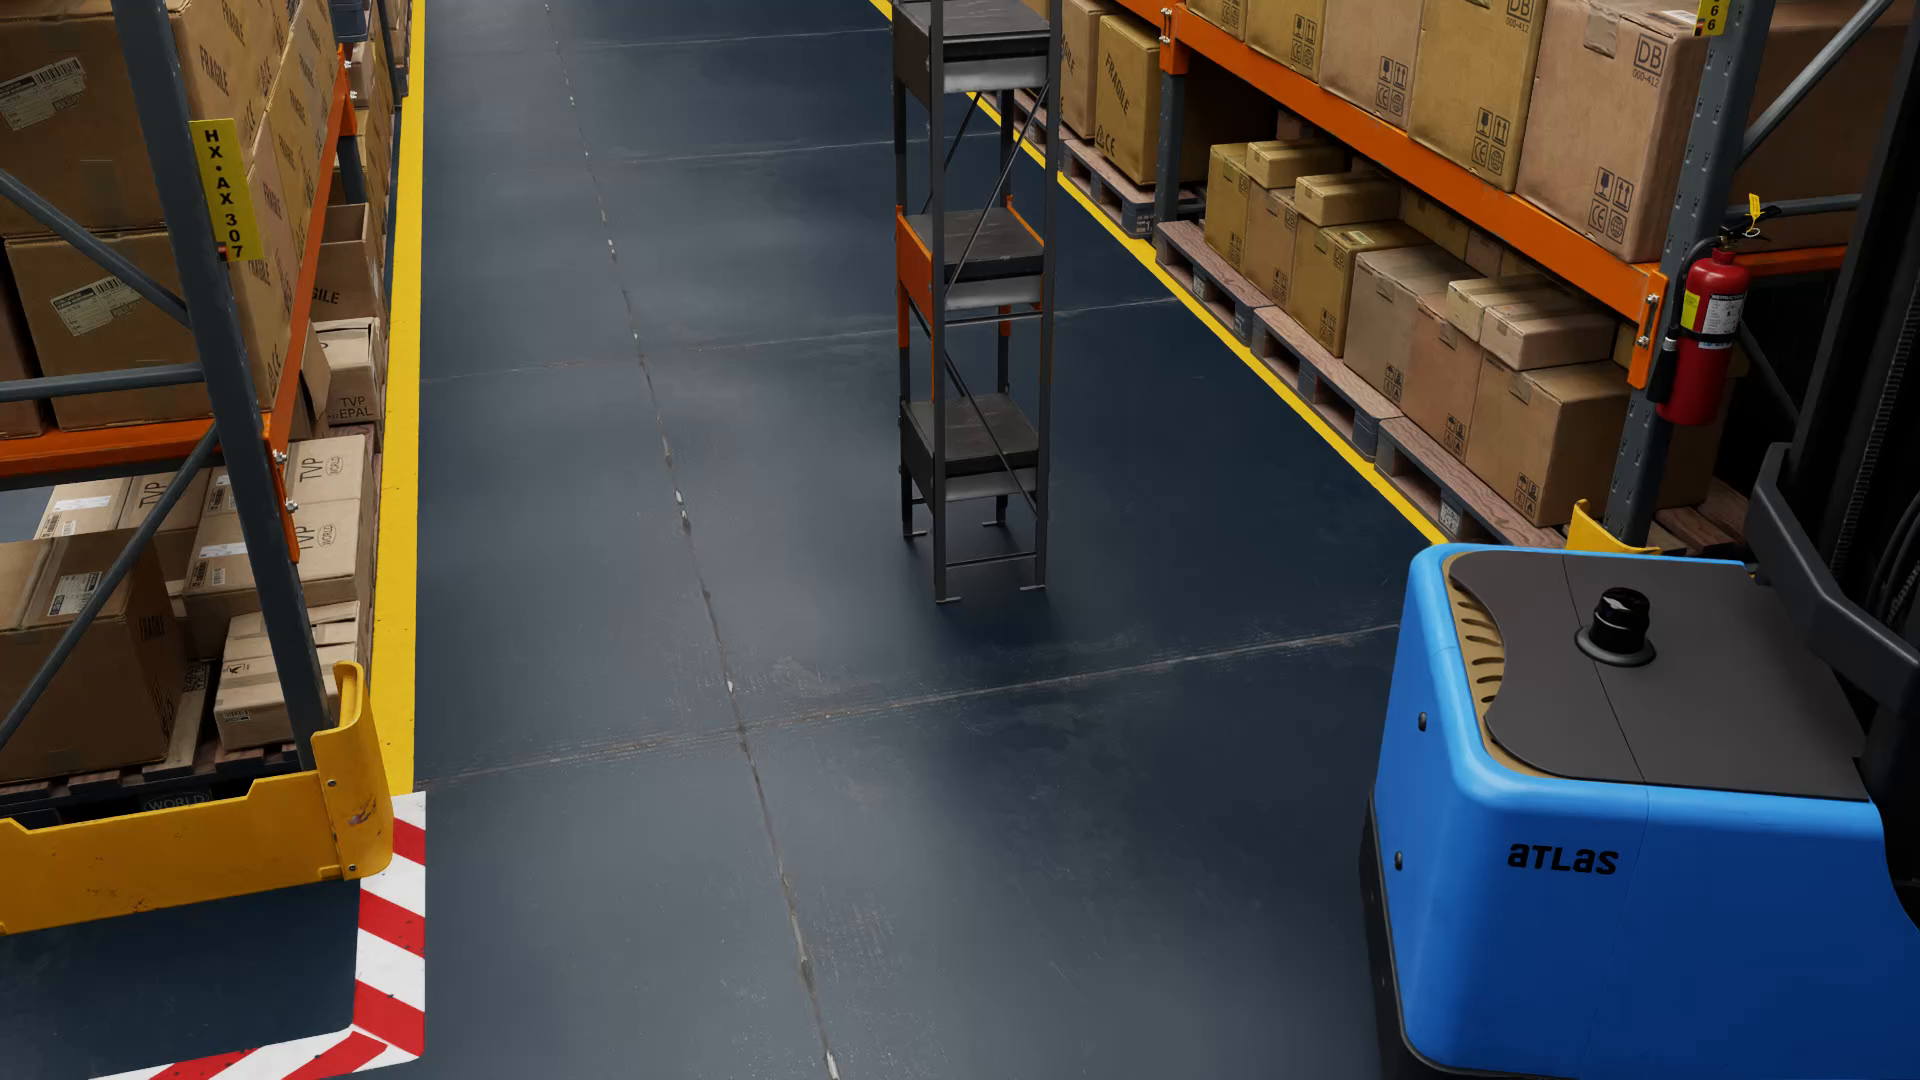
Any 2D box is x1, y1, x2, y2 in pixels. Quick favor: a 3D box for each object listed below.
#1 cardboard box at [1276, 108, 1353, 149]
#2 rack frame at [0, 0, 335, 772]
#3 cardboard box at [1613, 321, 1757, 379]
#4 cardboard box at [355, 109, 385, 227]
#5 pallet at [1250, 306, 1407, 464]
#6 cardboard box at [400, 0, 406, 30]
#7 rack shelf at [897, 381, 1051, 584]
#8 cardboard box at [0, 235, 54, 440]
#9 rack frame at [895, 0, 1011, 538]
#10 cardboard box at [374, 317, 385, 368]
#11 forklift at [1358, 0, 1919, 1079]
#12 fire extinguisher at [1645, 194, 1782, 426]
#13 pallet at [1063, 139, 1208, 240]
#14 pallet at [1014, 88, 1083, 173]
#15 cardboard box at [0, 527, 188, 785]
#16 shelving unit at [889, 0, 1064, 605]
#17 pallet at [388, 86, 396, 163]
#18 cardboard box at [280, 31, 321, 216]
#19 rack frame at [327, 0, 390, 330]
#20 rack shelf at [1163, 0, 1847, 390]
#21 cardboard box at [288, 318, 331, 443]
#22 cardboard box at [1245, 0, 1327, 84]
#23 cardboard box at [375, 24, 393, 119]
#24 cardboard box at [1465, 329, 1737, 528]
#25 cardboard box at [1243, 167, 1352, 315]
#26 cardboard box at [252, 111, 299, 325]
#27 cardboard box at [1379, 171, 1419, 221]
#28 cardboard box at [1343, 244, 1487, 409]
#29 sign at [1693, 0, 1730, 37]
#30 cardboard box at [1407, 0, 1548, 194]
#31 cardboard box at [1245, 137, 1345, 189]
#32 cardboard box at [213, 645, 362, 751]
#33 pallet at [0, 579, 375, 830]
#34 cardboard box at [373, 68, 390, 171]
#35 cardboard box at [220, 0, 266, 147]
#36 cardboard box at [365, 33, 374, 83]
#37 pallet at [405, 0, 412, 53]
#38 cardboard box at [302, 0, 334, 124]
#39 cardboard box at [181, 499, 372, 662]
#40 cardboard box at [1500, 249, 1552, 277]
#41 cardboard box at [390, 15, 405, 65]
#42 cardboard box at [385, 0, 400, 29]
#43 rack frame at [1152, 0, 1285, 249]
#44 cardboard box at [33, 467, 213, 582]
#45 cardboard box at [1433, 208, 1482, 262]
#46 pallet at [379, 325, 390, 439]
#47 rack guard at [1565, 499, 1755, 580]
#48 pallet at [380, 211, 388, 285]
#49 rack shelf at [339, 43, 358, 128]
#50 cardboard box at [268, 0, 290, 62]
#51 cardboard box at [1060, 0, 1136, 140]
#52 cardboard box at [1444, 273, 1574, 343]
[{"bbox_3d":[1.789,-2.032,8.195,0.380,0.149,0.250,-8,31,-14],"label":"cardboard box"},{"bbox_3d":[-2.177,-0.337,3.838,1.000,3.000,0.127,-8,31,-13],"label":"rack frame"},{"bbox_3d":[2.541,-0.669,5.841,0.380,0.149,0.250,-8,31,-13],"label":"cardboard box"},{"bbox_3d":[-3.285,-1.900,8.594,0.500,0.500,0.500,-7,31,-13],"label":"cardboard box"},{"bbox_3d":[1.990,-0.755,7.343,1.003,0.211,1.213,-8,31,-13],"label":"pallet"},{"bbox_3d":[-4.435,-3.978,12.454,0.500,0.250,0.500,-9,31,-15],"label":"cardboard box"},{"bbox_3d":[0.044,-0.211,5.943,0.431,0.518,0.480,-8,31,-13],"label":"rack shelf"},{"bbox_3d":[-2.559,-0.561,4.125,0.500,0.500,0.500,-7,31,-12],"label":"cardboard box"},{"bbox_3d":[-0.021,-0.947,5.789,0.400,2.100,0.015,-8,31,-13],"label":"rack frame"},{"bbox_3d":[-2.657,-0.815,7.071,0.380,0.149,0.250,-8,31,-13],"label":"cardboard box"},{"bbox_3d":[2.542,-0.009,3.340,3.031,2.935,1.130,4,30,6],"label":"forklift"},{"bbox_3d":[2.193,-0.669,4.860,0.296,0.674,0.183,-8,31,-13],"label":"fire extinguisher"},{"bbox_3d":[1.258,-2.085,9.642,1.003,0.211,1.213,-8,31,-13],"label":"pallet"},{"bbox_3d":[0.931,-2.676,10.662,1.003,0.211,1.213,-8,31,-13],"label":"pallet"},{"bbox_3d":[-2.559,0.324,4.752,0.500,0.500,0.500,-8,31,-13],"label":"cardboard box"},{"bbox_3d":[0.044,-0.829,5.586,0.431,2.100,0.503,-8,31,-13],"label":"shelving unit"},{"bbox_3d":[-4.139,-2.629,10.581,1.003,0.211,1.213,-8,31,-13],"label":"pallet"},{"bbox_3d":[-2.444,-1.363,5.510,0.500,0.500,0.500,-7,31,-13],"label":"cardboard box"},{"bbox_3d":[-3.239,-2.269,7.176,1.000,3.000,0.127,-8,31,-13],"label":"rack frame"},{"bbox_3d":[2.067,-1.652,6.829,1.077,0.370,4.000,-8,31,-13],"label":"rack shelf"},{"bbox_3d":[-2.735,-0.473,6.125,0.797,0.503,0.637,-8,31,-13],"label":"cardboard box"},{"bbox_3d":[1.853,-2.442,7.175,0.980,0.700,0.700,-9,31,-15],"label":"cardboard box"},{"bbox_3d":[-3.826,-2.889,10.303,0.500,0.500,0.500,-7,31,-11],"label":"cardboard box"},{"bbox_3d":[2.315,-0.422,6.062,0.700,0.500,0.500,-8,31,-13],"label":"cardboard box"},{"bbox_3d":[1.766,-1.412,7.771,0.700,0.500,0.500,-8,31,-14],"label":"cardboard box"},{"bbox_3d":[-2.183,-0.878,4.674,0.500,0.500,0.500,-8,31,-14],"label":"cardboard box"},{"bbox_3d":[2.067,-1.528,7.325,0.380,0.149,0.250,-8,31,-13],"label":"cardboard box"},{"bbox_3d":[2.048,-0.907,6.899,0.700,0.500,0.500,-9,31,-15],"label":"cardboard box"},{"bbox_3d":[2.071,-1.536,4.517,0.100,0.325,0.005,-8,31,-13],"label":"sign"},{"bbox_3d":[2.249,-1.722,5.932,0.980,0.700,0.700,-8,31,-14],"label":"cardboard box"},{"bbox_3d":[1.551,-1.746,7.700,0.380,0.149,0.250,-7,31,-12],"label":"cardboard box"},{"bbox_3d":[-1.957,0.458,4.871,0.380,0.149,0.250,-8,31,-13],"label":"cardboard box"},{"bbox_3d":[-2.410,0.448,5.266,1.003,0.211,1.213,-8,31,-13],"label":"pallet"},{"bbox_3d":[-3.544,-2.387,9.435,0.500,0.500,0.500,-9,31,-15],"label":"cardboard box"},{"bbox_3d":[-2.187,-1.314,4.428,0.500,0.500,0.500,-8,31,-13],"label":"cardboard box"},{"bbox_3d":[-3.532,-2.694,9.217,0.500,0.250,0.500,-8,31,-14],"label":"cardboard box"},{"bbox_3d":[-4.802,-3.985,12.924,1.003,0.211,1.213,-8,31,-13],"label":"pallet"},{"bbox_3d":[-2.721,-1.856,6.363,0.500,0.500,0.500,-7,31,-12],"label":"cardboard box"},{"bbox_3d":[-2.181,0.120,5.353,0.500,0.250,0.500,-8,31,-13],"label":"cardboard box"},{"bbox_3d":[2.340,-1.035,6.472,0.380,0.149,0.250,-8,31,-13],"label":"cardboard box"},{"bbox_3d":[-4.157,-3.485,11.602,0.500,0.250,0.500,-8,31,-13],"label":"cardboard box"},{"bbox_3d":[-4.157,-3.728,11.462,0.500,0.311,0.500,-7,31,-12],"label":"cardboard box"},{"bbox_3d":[1.536,-2.930,8.317,1.000,3.000,0.127,-8,31,-13],"label":"rack frame"},{"bbox_3d":[-2.782,-0.030,5.614,0.500,0.250,0.500,-8,31,-13],"label":"cardboard box"},{"bbox_3d":[2.203,-1.282,6.898,0.380,0.149,0.250,-8,31,-13],"label":"cardboard box"},{"bbox_3d":[-3.058,-0.730,7.302,1.003,0.211,1.213,-8,31,-13],"label":"pallet"},{"bbox_3d":[2.604,0.096,5.586,1.175,0.500,0.348,-8,31,-13],"label":"rack guard"},{"bbox_3d":[-3.491,-1.450,8.545,1.003,0.211,1.213,-8,31,-13],"label":"pallet"},{"bbox_3d":[-3.770,-2.924,9.025,1.077,0.370,4.000,-8,31,-13],"label":"rack shelf"},{"bbox_3d":[-2.451,-1.802,5.271,0.500,0.500,0.500,-8,31,-14],"label":"cardboard box"},{"bbox_3d":[0.999,-2.907,10.004,0.750,0.750,0.750,-7,31,-12],"label":"cardboard box"},{"bbox_3d":[2.037,-0.864,6.178,0.380,0.149,0.250,-7,31,-12],"label":"cardboard box"}]
